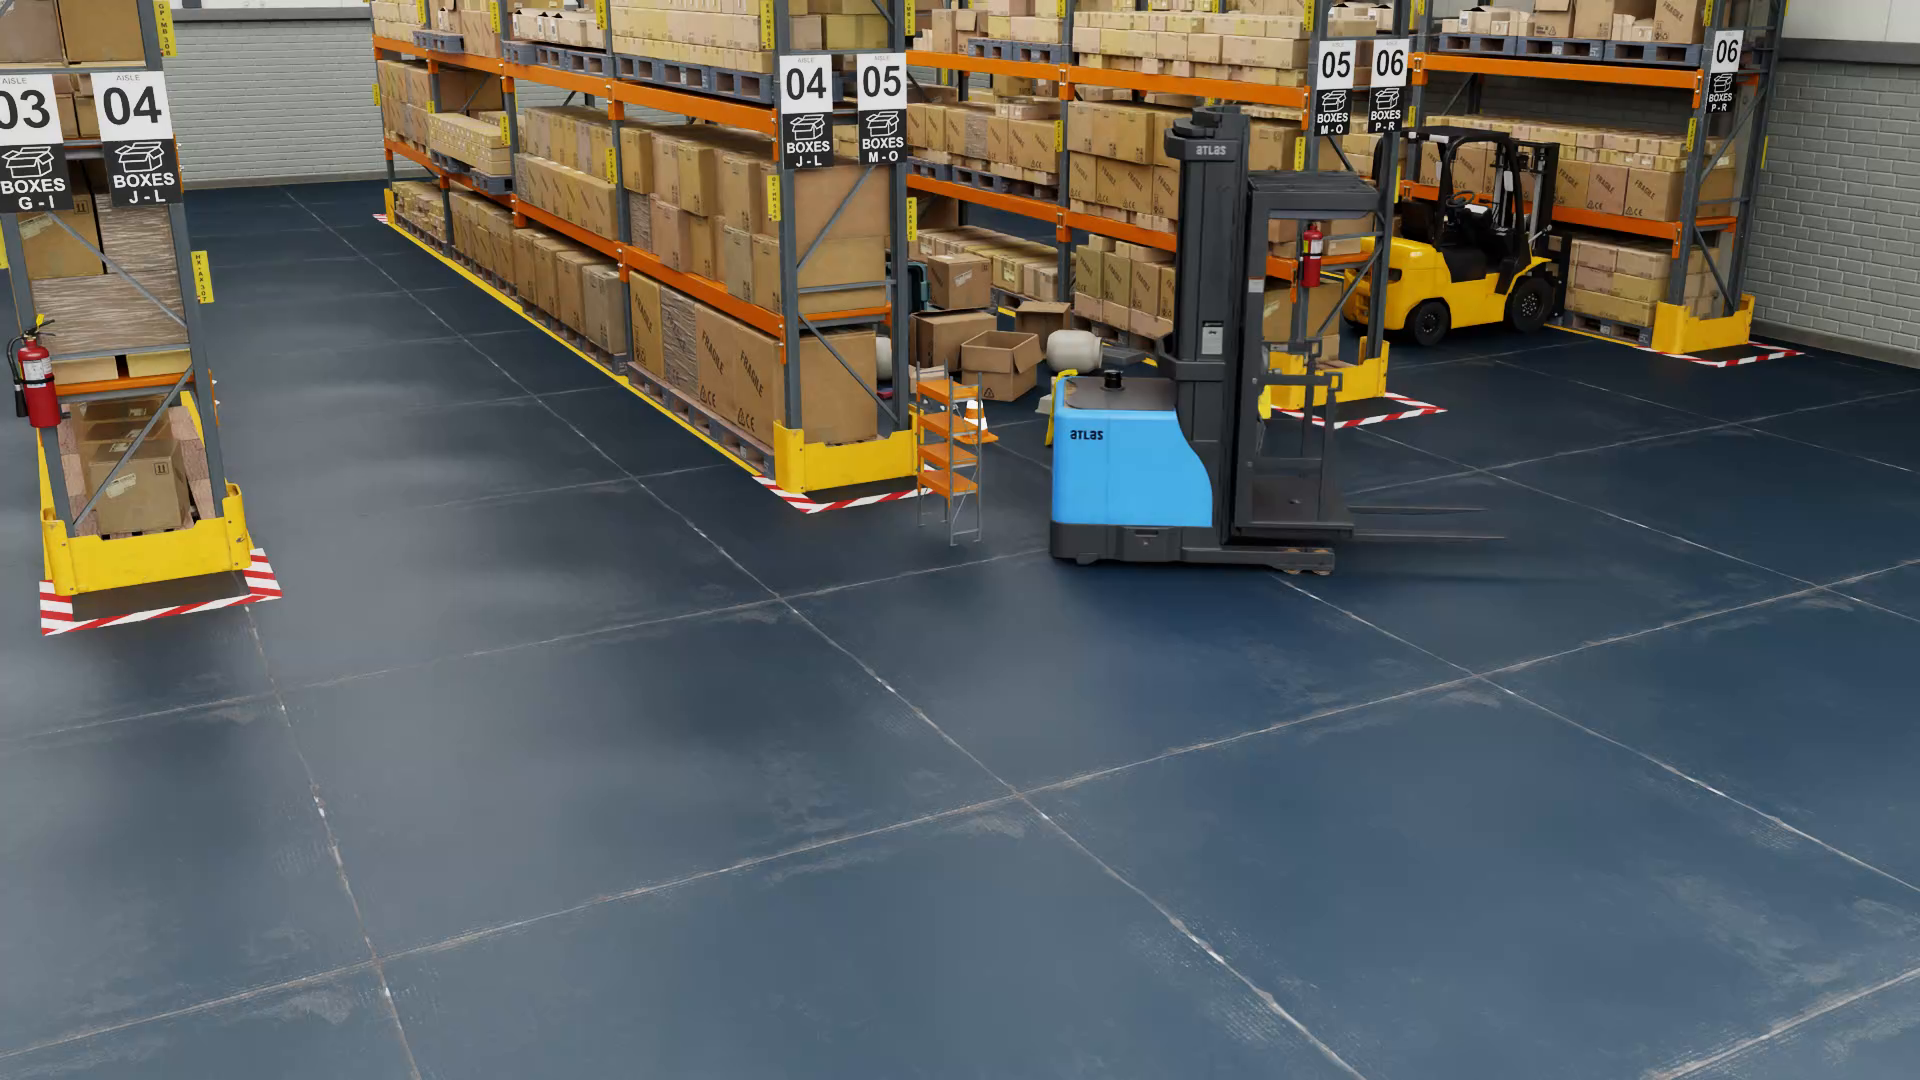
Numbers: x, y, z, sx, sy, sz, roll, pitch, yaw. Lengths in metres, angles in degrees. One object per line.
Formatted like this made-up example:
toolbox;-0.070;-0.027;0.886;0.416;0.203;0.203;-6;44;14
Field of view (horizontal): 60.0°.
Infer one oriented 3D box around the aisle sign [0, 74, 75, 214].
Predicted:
aisle sign;-5.515;-2.336;9.816;0.394;0.787;0.004;-10;21;-27

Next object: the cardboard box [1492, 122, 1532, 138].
cardboard box;6.309;-4.688;19.016;0.380;0.149;0.250;-10;22;-28

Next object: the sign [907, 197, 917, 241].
sign;-0.377;-2.441;12.659;0.100;0.325;0.005;-10;21;-27

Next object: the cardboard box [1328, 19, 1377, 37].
cardboard box;3.451;-4.516;14.684;0.380;0.149;0.250;-10;21;-27

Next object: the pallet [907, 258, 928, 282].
pallet;0.011;-3.460;21.335;1.003;0.211;1.213;-10;21;-27

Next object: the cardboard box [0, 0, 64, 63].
cardboard box;-6.240;-3.419;10.967;0.500;0.500;0.500;-10;21;-27

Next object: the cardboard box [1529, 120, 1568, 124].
cardboard box;6.825;-4.782;19.287;0.380;0.149;0.250;-10;22;-28

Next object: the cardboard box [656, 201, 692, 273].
cardboard box;-2.148;-2.698;14.621;0.875;0.550;0.550;-10;21;-27

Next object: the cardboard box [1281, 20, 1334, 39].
cardboard box;3.020;-4.434;14.446;0.380;0.149;0.250;-10;21;-26

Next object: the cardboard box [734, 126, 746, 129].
cardboard box;-3.204;-6.581;25.950;0.500;0.500;0.500;-10;22;-27

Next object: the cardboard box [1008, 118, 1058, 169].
cardboard box;0.883;-4.480;18.763;0.500;0.500;0.500;-10;21;-26

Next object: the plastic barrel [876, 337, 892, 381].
plastic barrel;-0.879;-1.753;16.062;0.512;0.421;0.421;4;19;11

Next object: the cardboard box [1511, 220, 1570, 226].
cardboard box;6.794;-3.594;19.487;0.500;0.250;0.500;-10;21;-26

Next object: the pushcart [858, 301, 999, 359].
pushcart;-0.442;-2.247;17.566;0.936;0.377;1.648;16;25;39

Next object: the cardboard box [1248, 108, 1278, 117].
cardboard box;4.173;-5.843;22.819;0.380;0.149;0.250;-9;21;-25

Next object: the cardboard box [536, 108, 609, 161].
cardboard box;-4.221;-4.451;18.247;0.700;0.500;0.500;-10;22;-27

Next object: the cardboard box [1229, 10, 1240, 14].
cardboard box;3.907;-7.179;22.799;0.380;0.166;0.250;-10;21;-27

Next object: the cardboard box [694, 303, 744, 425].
cardboard box;-1.668;-1.541;14.113;0.875;0.875;0.875;-10;22;-28

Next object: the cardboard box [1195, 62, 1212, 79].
cardboard box;2.441;-4.436;15.676;0.380;0.149;0.250;-11;22;-28

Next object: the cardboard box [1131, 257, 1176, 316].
cardboard box;2.093;-2.595;16.976;0.500;0.500;0.500;-9;21;-24

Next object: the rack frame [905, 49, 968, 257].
rack frame;-0.358;-5.003;21.531;1.000;3.000;0.127;-10;21;-27

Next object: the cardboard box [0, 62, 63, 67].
cardboard box;-6.082;-3.051;10.895;0.380;0.149;0.250;-10;21;-26

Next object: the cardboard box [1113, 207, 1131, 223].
cardboard box;1.814;-3.383;17.222;0.380;0.149;0.250;-9;21;-25

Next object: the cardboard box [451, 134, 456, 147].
cardboard box;-6.156;-5.015;20.853;0.380;0.149;0.250;-10;22;-28

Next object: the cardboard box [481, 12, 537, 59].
cardboard box;-5.161;-5.797;19.080;0.500;0.500;0.500;-10;21;-27

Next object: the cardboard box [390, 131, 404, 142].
cardboard box;-8.362;-6.089;25.063;0.380;0.149;0.250;-11;22;-28

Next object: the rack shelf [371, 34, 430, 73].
rack shelf;-7.516;-7.007;23.844;1.077;0.370;4.000;-10;21;-27

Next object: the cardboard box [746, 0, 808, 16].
cardboard box;-1.326;-3.876;12.034;0.380;0.149;0.250;-10;21;-26

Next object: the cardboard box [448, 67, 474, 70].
cardboard box;-6.826;-6.329;23.233;0.500;0.500;0.500;-11;22;-28

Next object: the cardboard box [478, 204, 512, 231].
cardboard box;-5.699;-4.026;20.738;0.500;0.250;0.500;-9;21;-25

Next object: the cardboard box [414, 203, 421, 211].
cardboard box;-7.932;-5.009;24.819;0.380;0.149;0.250;-11;22;-29

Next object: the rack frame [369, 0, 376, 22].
rack frame;-8.466;-9.339;24.901;1.000;3.000;0.127;-10;21;-27

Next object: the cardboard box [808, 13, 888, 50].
cardboard box;-0.871;-3.822;12.488;0.500;0.250;0.500;-10;21;-27

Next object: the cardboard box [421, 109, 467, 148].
cardboard box;-7.044;-5.638;22.763;0.500;0.500;0.500;-10;21;-27

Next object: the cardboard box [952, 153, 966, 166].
cardboard box;0.122;-4.649;20.247;0.380;0.149;0.250;-9;21;-23

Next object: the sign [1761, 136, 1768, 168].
sign;8.298;-4.007;17.196;0.100;0.325;0.005;-10;21;-27

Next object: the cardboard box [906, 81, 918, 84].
cardboard box;-0.853;-5.994;22.717;0.500;0.500;0.500;-9;21;-25

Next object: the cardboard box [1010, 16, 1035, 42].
cardboard box;0.900;-5.691;18.514;0.500;0.250;0.500;-10;21;-26

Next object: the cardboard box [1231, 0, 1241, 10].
cardboard box;4.077;-7.597;23.614;0.380;0.149;0.250;-11;22;-29

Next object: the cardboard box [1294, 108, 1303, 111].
cardboard box;4.811;-5.863;22.877;0.380;0.149;0.250;-10;22;-28

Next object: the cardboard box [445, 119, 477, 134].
cardboard box;-6.288;-5.233;21.028;0.380;0.149;0.250;-10;21;-27

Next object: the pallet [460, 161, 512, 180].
pallet;-5.643;-4.678;20.884;1.003;0.211;1.213;-10;21;-27

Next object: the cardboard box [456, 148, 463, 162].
cardboard box;-6.042;-4.804;20.696;0.380;0.149;0.250;-11;22;-29

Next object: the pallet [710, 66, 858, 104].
pallet;-1.229;-3.498;12.707;1.003;0.211;1.213;-10;21;-27

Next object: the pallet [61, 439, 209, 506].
pallet;-6.247;-0.463;12.650;1.003;0.211;1.213;-10;21;-27

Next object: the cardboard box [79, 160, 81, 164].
cardboard box;-6.724;-2.893;13.276;0.500;0.500;0.500;-10;21;-27

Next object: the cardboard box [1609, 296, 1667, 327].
cardboard box;7.306;-2.461;17.735;0.500;0.250;0.500;-10;21;-26

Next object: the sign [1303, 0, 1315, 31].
sign;2.943;-4.462;14.009;0.100;0.325;0.005;-10;21;-27

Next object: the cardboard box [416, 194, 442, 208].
cardboard box;-7.648;-4.912;24.083;0.380;0.149;0.250;-11;22;-29

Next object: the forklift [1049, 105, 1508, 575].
forklift;2.141;-1.335;11.005;3.031;2.935;1.130;1;19;4

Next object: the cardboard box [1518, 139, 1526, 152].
cardboard box;6.410;-4.474;18.851;0.380;0.149;0.250;-11;22;-28

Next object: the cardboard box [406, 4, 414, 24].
cardboard box;-7.246;-7.183;22.714;0.500;0.250;0.500;-11;22;-29

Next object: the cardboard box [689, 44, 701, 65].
cardboard box;-1.927;-3.863;13.218;0.380;0.149;0.250;-10;21;-26

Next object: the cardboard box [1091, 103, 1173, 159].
cardboard box;1.782;-4.205;17.077;0.700;0.500;0.500;-10;21;-26

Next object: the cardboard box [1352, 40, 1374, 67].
cardboard box;3.436;-4.379;14.900;0.500;0.250;0.500;-10;22;-28

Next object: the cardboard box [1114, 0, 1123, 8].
cardboard box;2.537;-8.093;25.021;0.380;0.149;0.250;-10;21;-26

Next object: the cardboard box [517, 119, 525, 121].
cardboard box;-5.586;-5.257;21.097;0.380;0.149;0.250;-11;22;-29

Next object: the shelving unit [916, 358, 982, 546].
shelving unit;-0.079;-0.615;11.573;0.258;1.200;0.503;-10;21;-27
